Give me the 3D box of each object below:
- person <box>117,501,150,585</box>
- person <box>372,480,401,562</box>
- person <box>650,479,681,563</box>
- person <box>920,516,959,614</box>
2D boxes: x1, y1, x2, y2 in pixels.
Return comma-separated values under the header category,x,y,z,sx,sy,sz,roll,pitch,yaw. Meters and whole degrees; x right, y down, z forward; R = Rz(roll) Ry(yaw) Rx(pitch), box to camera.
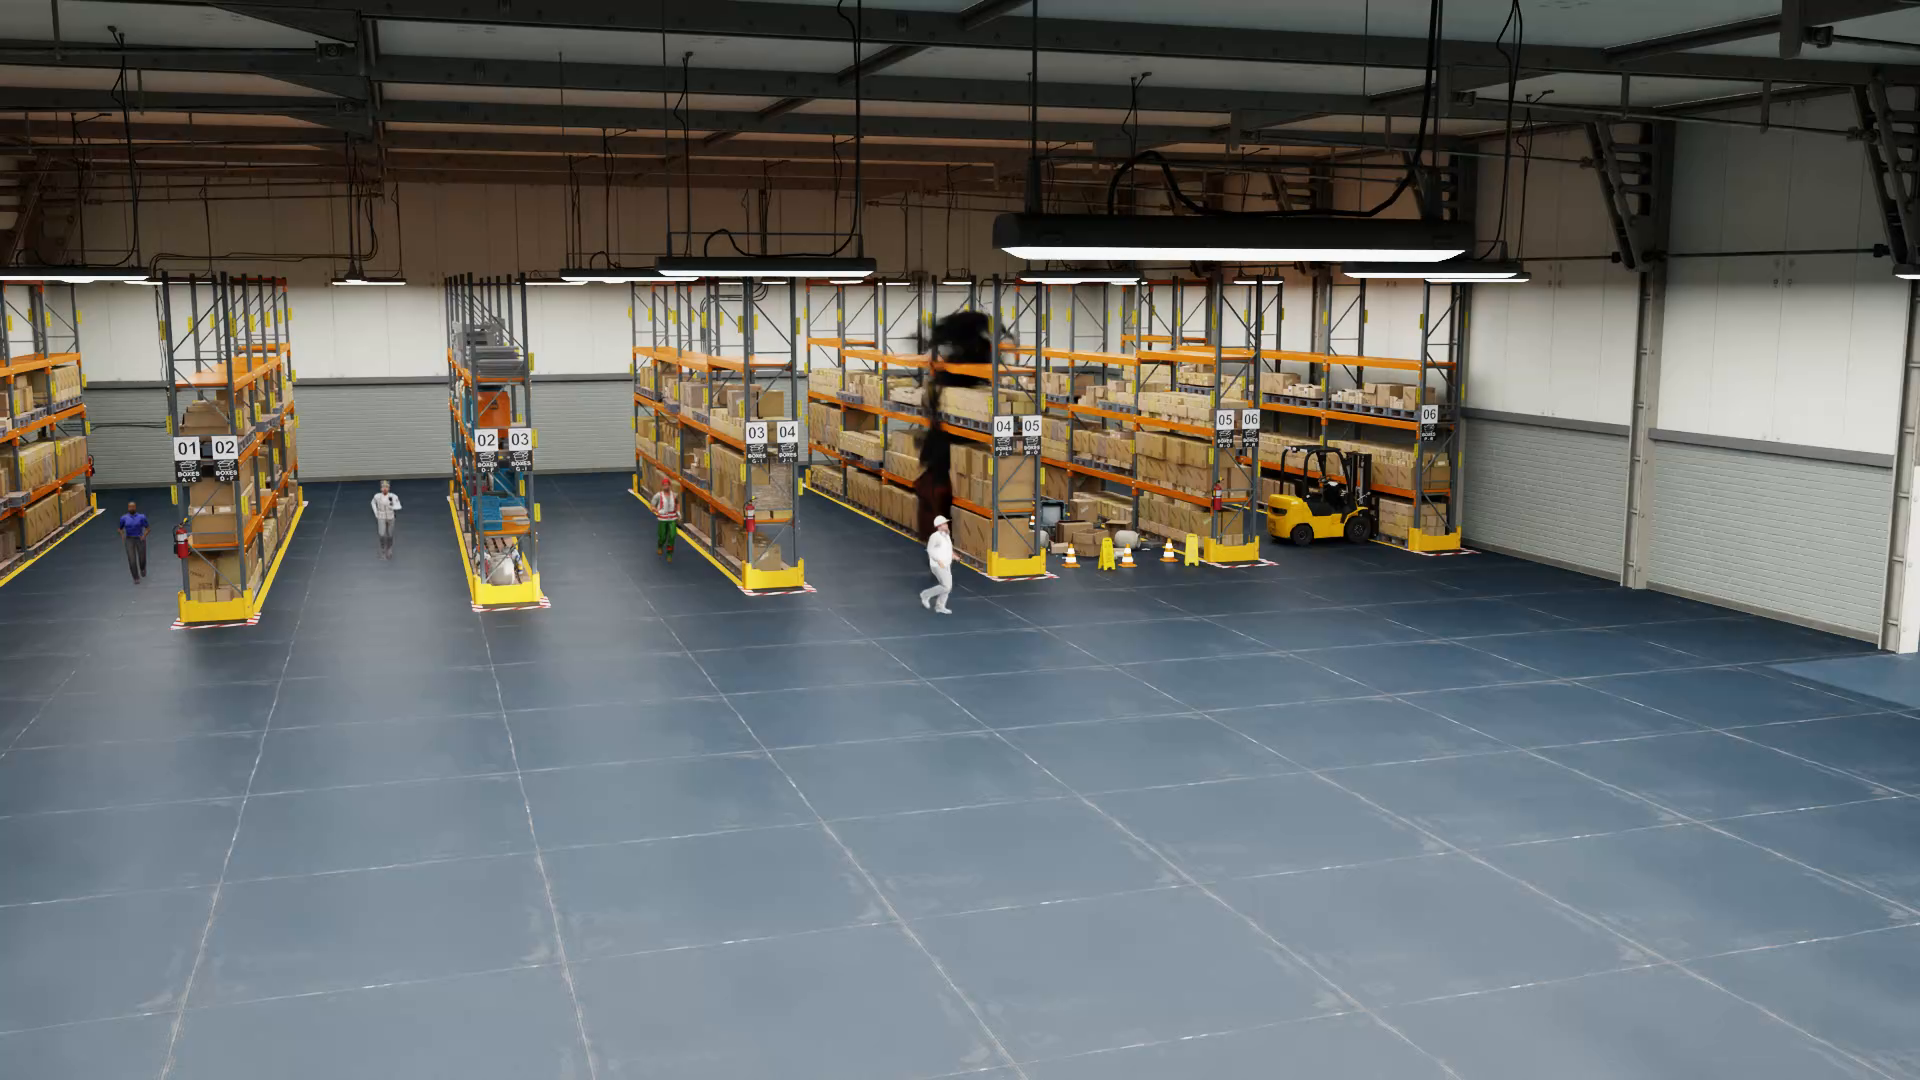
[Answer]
category,x,y,z,sx,sy,sz,roll,pitch,yaw
person,-16.121,0.044,32.472,0.575,1.604,0.590,-4,9,-25
person,-12.178,-0.417,35.356,0.591,1.741,0.762,-3,9,-20
person,-6.189,-0.424,35.030,0.663,1.757,0.782,-4,9,-25
person,-0.352,0.433,29.528,0.631,1.747,0.657,3,9,21
